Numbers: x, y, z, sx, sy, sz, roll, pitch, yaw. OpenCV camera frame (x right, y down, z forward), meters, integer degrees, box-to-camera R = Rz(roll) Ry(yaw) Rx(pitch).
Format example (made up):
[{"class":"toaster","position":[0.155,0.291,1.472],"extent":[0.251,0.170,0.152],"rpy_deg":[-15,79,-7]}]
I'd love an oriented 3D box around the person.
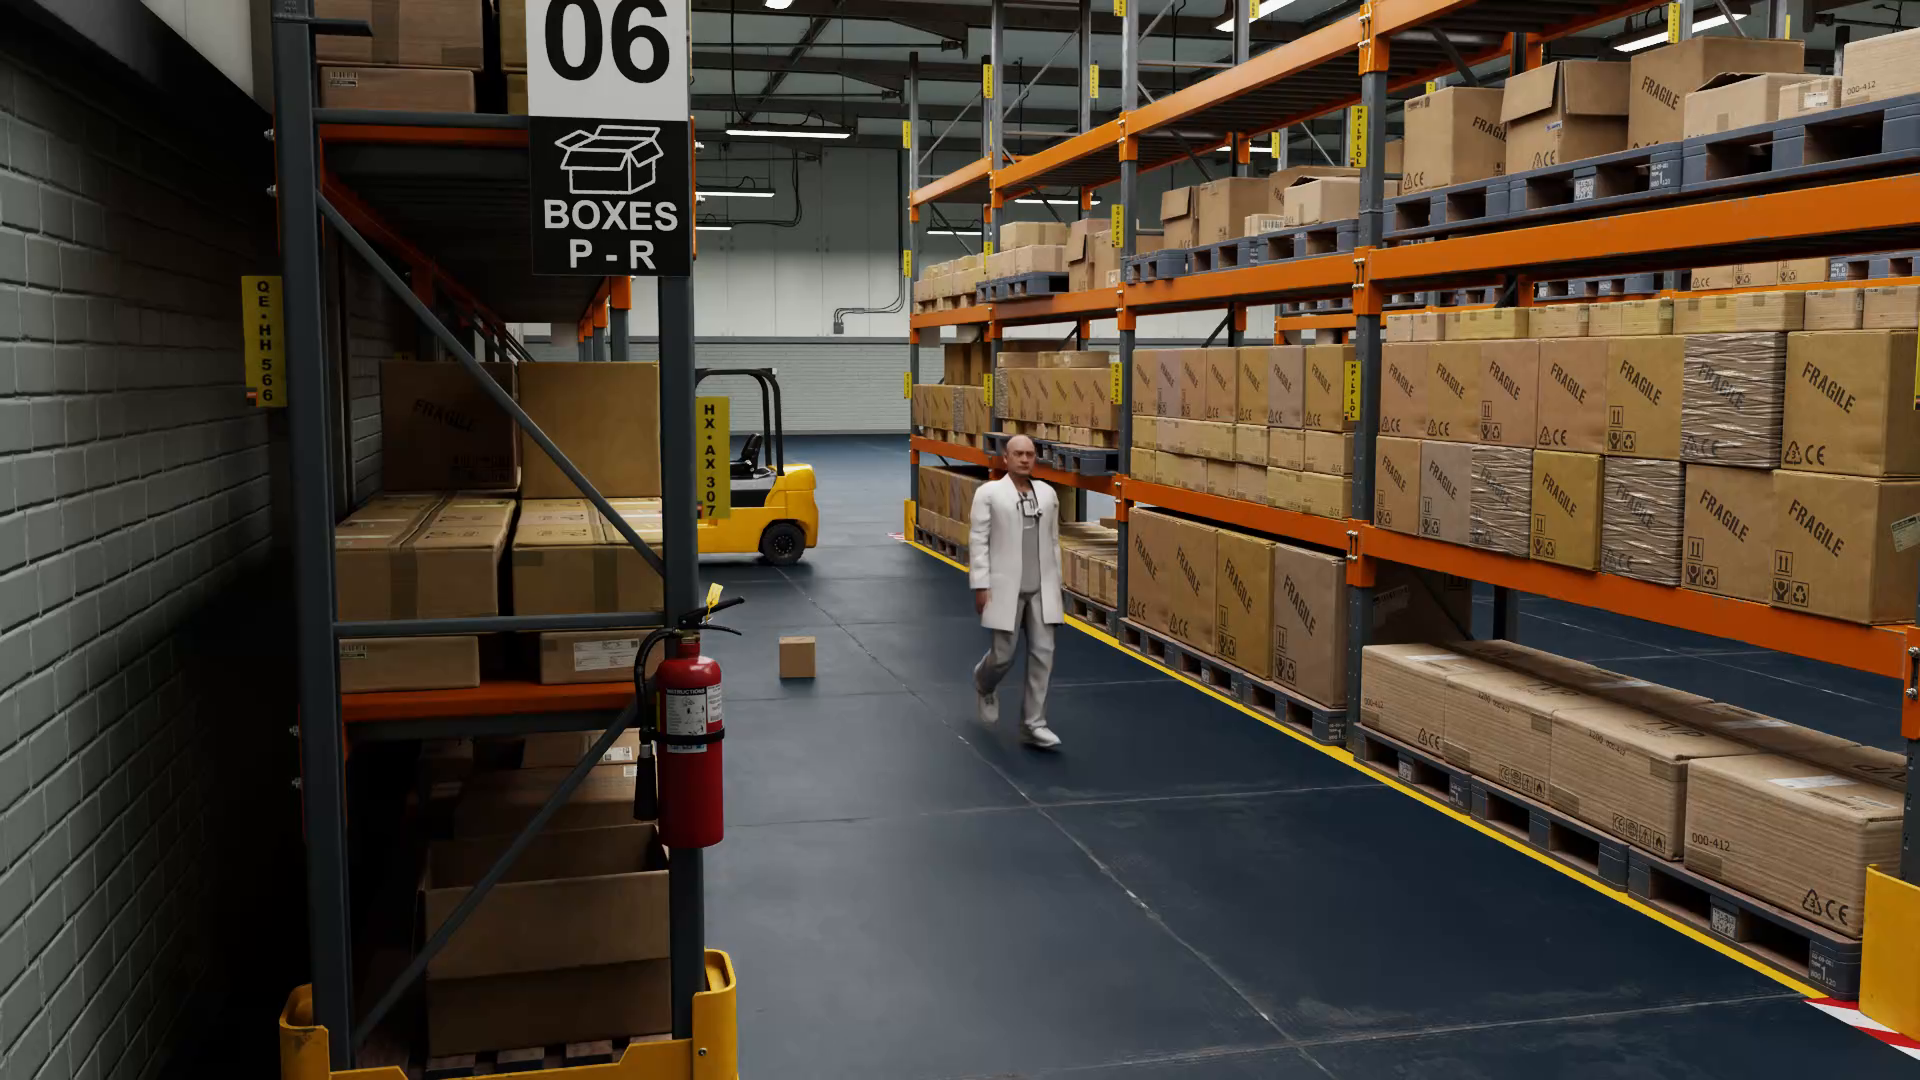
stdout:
[{"class":"person","position":[0.324,0.321,9.605],"extent":[0.587,1.659,0.809],"rpy_deg":[-2,6,-20]}]
